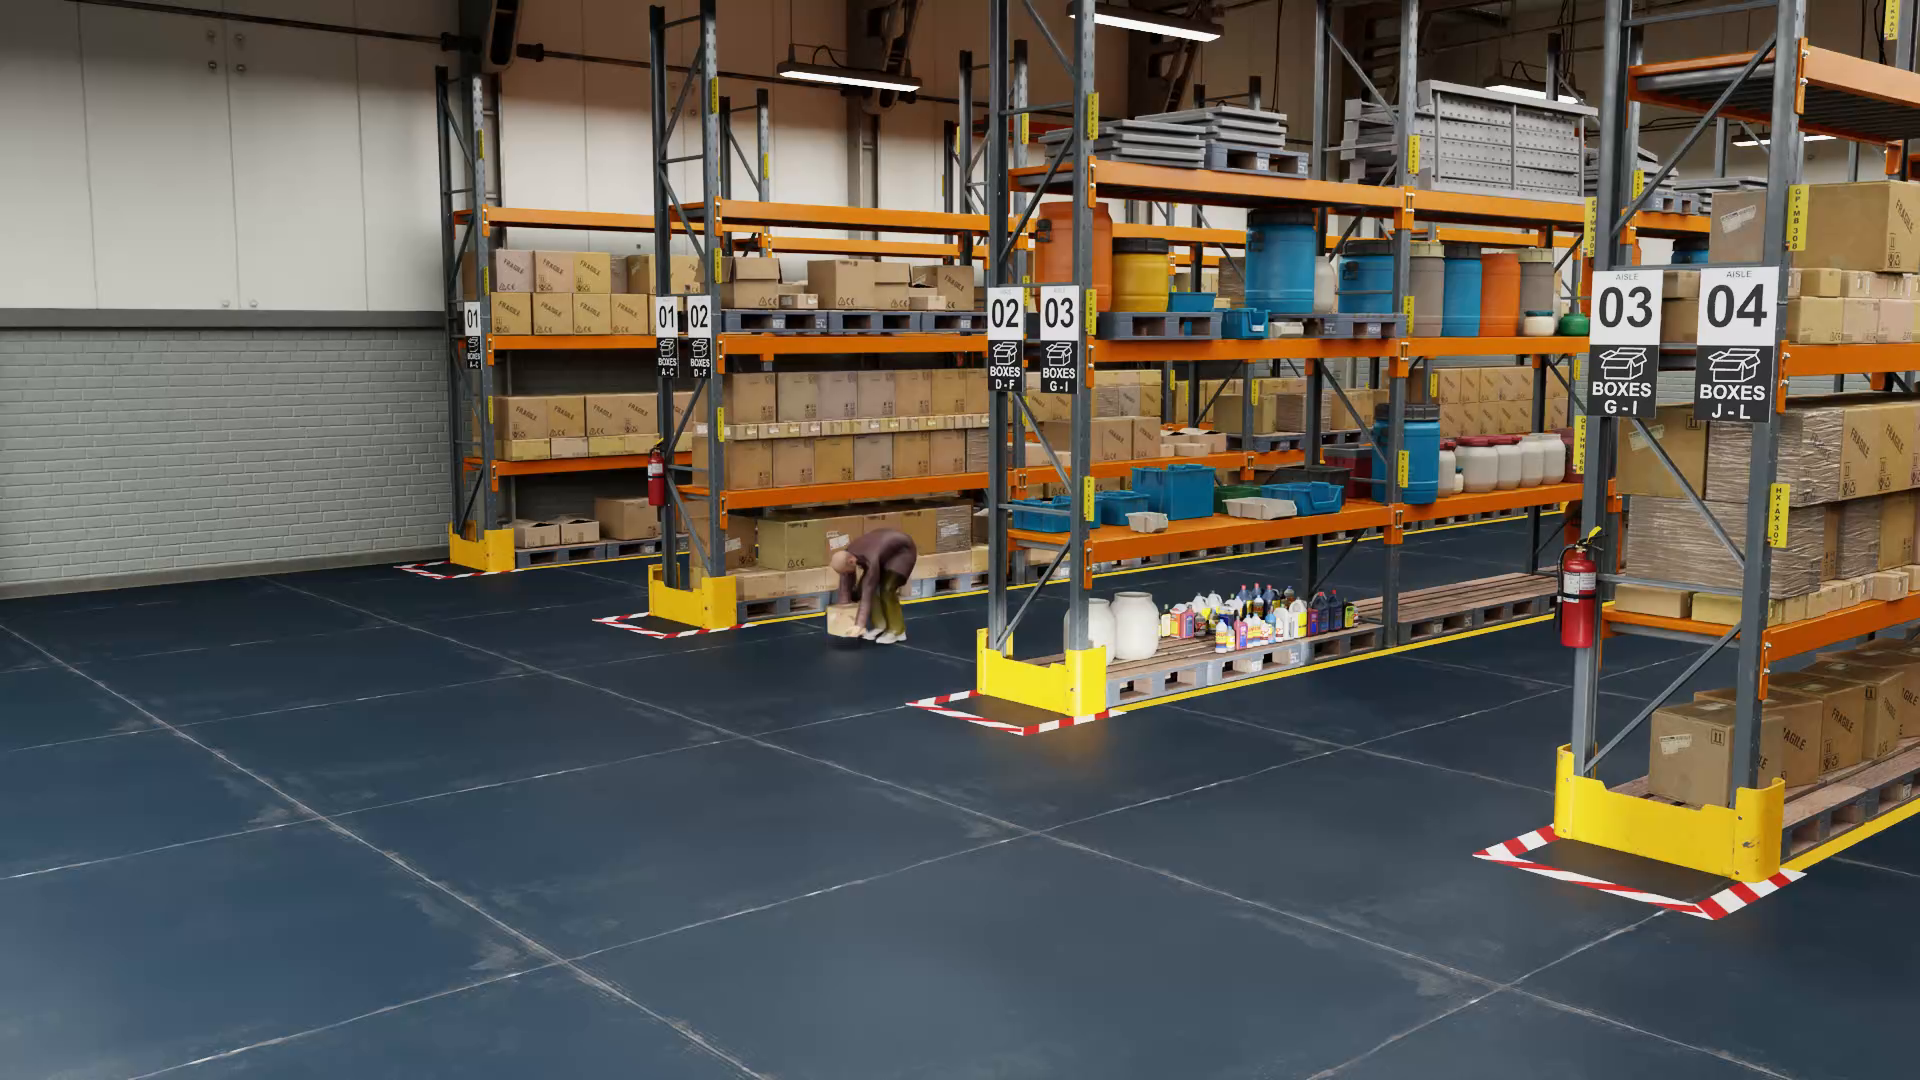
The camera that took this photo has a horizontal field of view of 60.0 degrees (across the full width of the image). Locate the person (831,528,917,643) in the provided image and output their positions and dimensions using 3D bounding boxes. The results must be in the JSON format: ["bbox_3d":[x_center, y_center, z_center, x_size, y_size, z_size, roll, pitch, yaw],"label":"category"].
[{"bbox_3d":[-0.809,0.428,15.330,0.945,1.052,0.577,-7,10,-44],"label":"person"}]
